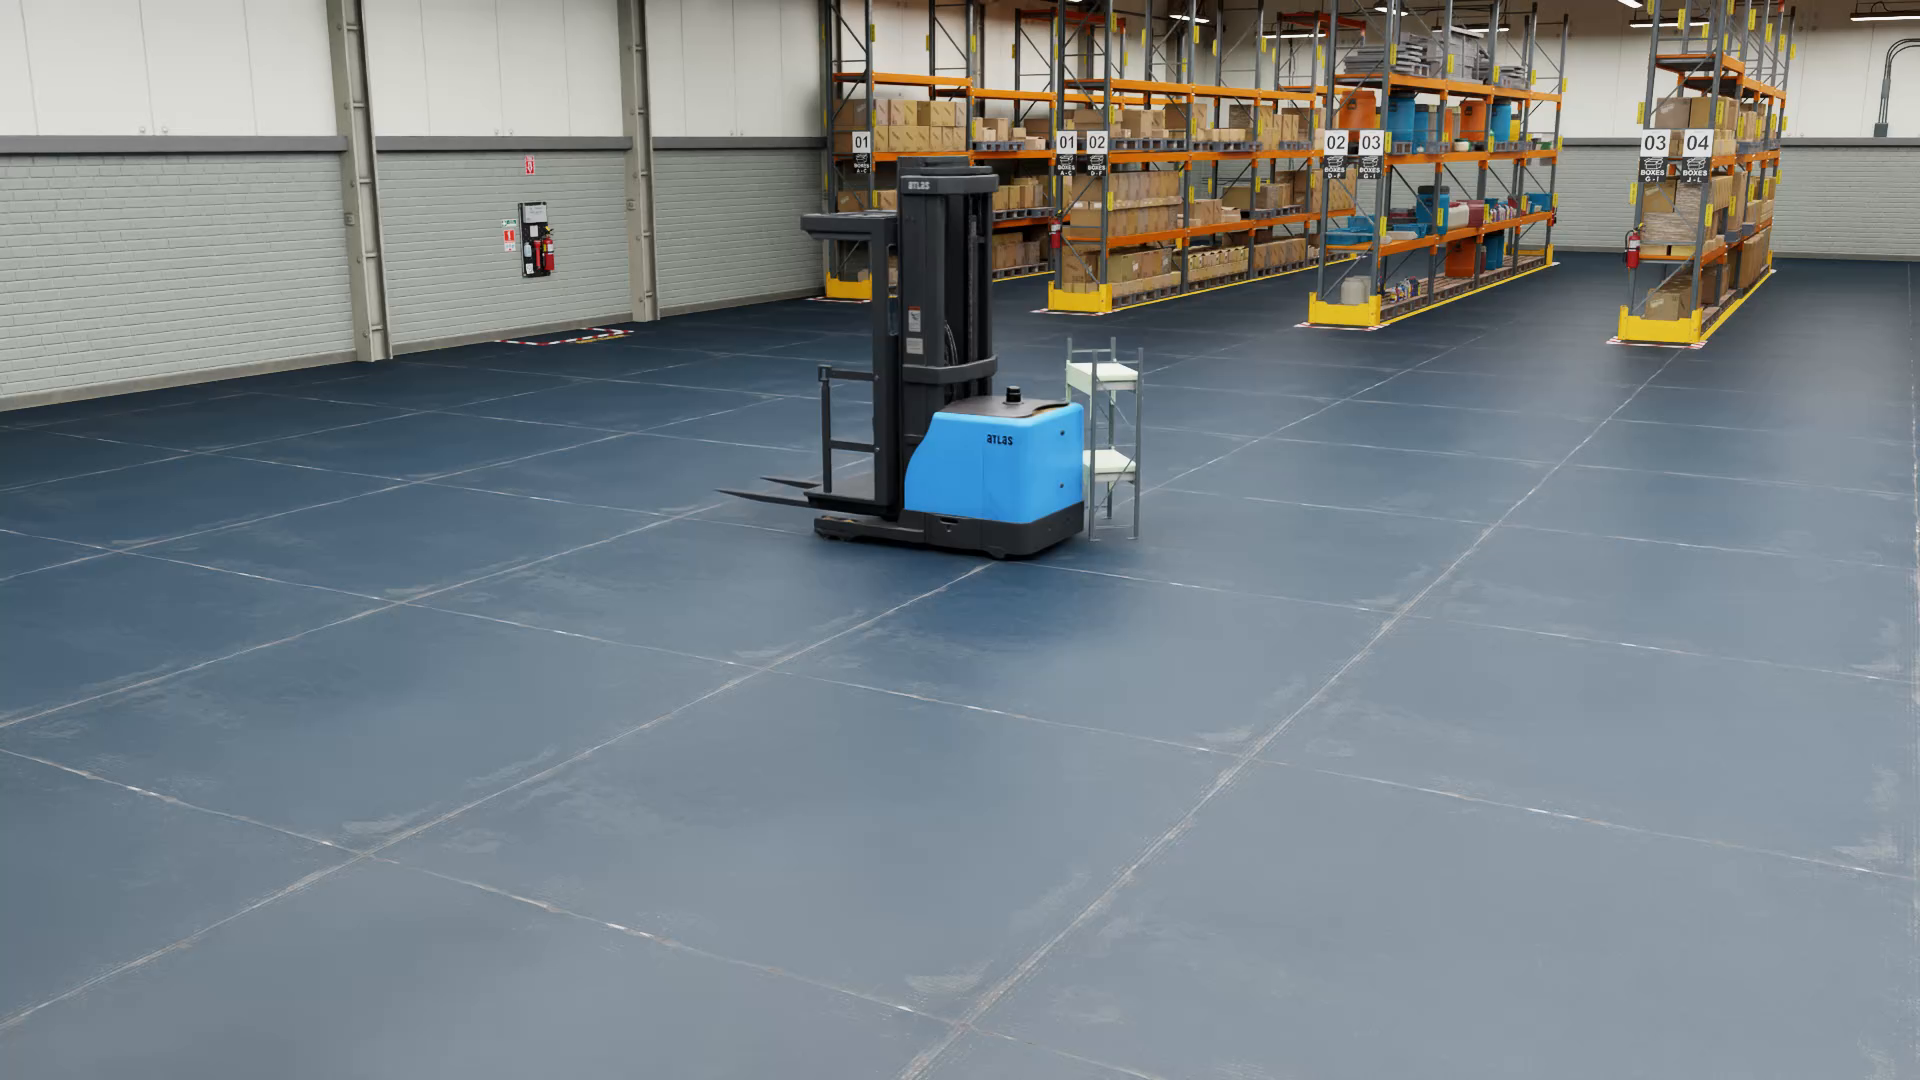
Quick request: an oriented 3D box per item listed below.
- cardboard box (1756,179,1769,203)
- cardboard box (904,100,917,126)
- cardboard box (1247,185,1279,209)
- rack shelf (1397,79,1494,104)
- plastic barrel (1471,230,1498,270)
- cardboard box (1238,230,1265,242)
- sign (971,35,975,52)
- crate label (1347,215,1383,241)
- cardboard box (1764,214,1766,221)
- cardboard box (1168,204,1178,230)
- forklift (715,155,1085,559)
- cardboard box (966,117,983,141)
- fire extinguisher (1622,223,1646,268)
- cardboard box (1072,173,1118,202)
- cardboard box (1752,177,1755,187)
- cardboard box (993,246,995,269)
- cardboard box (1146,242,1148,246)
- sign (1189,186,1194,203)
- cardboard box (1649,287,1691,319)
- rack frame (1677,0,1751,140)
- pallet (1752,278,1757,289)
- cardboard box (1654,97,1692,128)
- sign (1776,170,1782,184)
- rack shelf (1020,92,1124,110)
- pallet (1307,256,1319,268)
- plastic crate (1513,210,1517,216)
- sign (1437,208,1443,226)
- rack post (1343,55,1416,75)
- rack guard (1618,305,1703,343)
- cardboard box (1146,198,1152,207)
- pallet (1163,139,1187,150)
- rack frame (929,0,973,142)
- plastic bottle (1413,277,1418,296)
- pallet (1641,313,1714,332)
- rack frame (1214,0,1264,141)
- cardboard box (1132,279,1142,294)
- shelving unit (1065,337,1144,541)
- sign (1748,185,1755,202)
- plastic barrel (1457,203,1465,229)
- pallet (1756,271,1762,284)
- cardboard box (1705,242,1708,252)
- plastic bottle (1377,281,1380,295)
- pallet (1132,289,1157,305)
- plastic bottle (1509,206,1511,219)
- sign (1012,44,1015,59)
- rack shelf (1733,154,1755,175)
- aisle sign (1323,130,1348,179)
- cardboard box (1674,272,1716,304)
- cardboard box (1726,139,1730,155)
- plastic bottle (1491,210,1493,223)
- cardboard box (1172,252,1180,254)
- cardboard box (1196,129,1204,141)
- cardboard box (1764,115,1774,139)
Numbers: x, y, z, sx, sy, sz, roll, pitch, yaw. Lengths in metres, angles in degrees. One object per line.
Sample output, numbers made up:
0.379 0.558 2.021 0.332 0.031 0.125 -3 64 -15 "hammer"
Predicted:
17.384 -7.637 36.395 0.500 0.500 0.500 7 15 28 "cardboard box"
-1.202 -8.510 33.144 0.500 0.500 0.500 8 16 30 "cardboard box"
6.895 -7.894 38.268 0.700 0.500 0.500 11 17 38 "cardboard box"
9.447 -8.733 32.447 1.077 0.370 4.000 7 15 28 "rack shelf"
11.728 -6.521 37.264 0.600 0.901 0.708 7 15 28 "plastic barrel"
6.841 -7.137 39.034 0.500 0.250 0.500 7 15 27 "cardboard box"
0.274 -10.417 34.880 0.100 0.325 0.005 7 15 28 "sign"
7.200 -5.555 29.602 0.502 0.435 0.616 7 15 28 "crate label"
17.621 -7.146 36.812 0.380 0.149 0.250 7 15 27 "cardboard box"
3.937 -6.470 33.255 0.700 0.500 0.500 7 15 27 "cardboard box"
-0.560 -1.517 13.072 3.031 2.935 1.130 8 16 29 "forklift"
0.142 -8.887 35.988 0.500 0.500 0.500 10 17 36 "cardboard box"
10.424 -4.560 25.713 0.296 0.674 0.183 7 15 28 "fire extinguisher"
2.475 -6.476 30.516 0.700 0.500 0.500 7 15 28 "cardboard box"
16.040 -7.296 34.542 0.797 0.503 0.637 8 15 29 "cardboard box"
0.355 -6.336 37.311 0.700 0.500 0.500 7 15 27 "cardboard box"
4.622 -8.053 44.474 0.700 0.500 0.500 8 16 29 "cardboard box"
4.633 -6.909 33.277 0.100 0.325 0.005 7 15 28 "sign"
11.458 -3.811 26.877 0.500 0.500 0.500 13 19 43 "cardboard box"
12.816 -8.306 28.286 1.000 3.000 0.127 7 15 28 "rack frame"
16.377 -5.508 35.432 1.003 0.211 1.213 7 15 28 "pallet"
11.410 -6.810 26.566 0.500 0.500 0.500 7 15 28 "cardboard box"
19.086 -8.465 38.771 0.100 0.325 0.005 7 15 28 "sign"
2.708 -10.676 40.506 1.077 0.370 4.000 7 15 28 "rack shelf"
8.346 -6.939 41.366 1.003 0.211 1.213 7 15 28 "pallet"
12.698 -7.572 38.477 0.396 0.136 0.243 7 15 28 "plastic crate"
8.957 -6.021 31.016 0.100 0.325 0.005 7 15 28 "sign"
7.024 -7.944 27.851 0.937 0.300 0.954 9 16 34 "rack post"
10.919 -3.369 25.942 1.175 0.500 0.348 7 15 28 "rack guard"
3.461 -6.481 31.920 0.380 0.149 0.250 8 16 30 "cardboard box"
3.756 -7.750 32.568 1.003 0.211 1.213 7 15 28 "pallet"
-0.192 -9.990 35.269 1.000 3.000 0.127 7 15 28 "rack frame"
8.421 -4.712 30.892 0.144 0.351 0.185 7 15 27 "plastic bottle"
11.934 -3.641 27.685 1.003 0.211 1.213 7 15 28 "pallet"
6.080 -10.250 36.348 1.000 3.000 0.127 7 15 28 "rack frame"
3.147 -4.850 31.721 0.500 0.250 0.500 7 15 28 "cardboard box"
1.131 -0.814 13.208 0.431 1.500 0.755 -3 14 -11 "shelving unit"
15.229 -6.675 32.019 0.100 0.325 0.005 7 15 28 "sign"
9.900 -6.504 33.373 0.421 0.512 0.421 0 14 0 "plastic barrel"
17.120 -5.822 36.734 1.003 0.211 1.213 7 15 28 "pallet"
11.730 -4.681 26.586 0.380 0.149 0.250 7 15 28 "cardboard box"
7.763 -4.676 30.913 0.097 0.271 0.097 0 14 0 "plastic bottle"
3.136 -4.747 32.275 1.003 0.211 1.213 7 15 28 "pallet"
12.368 -7.365 37.433 0.061 0.283 0.133 7 15 28 "plastic bottle"
1.254 -11.403 38.803 0.100 0.325 0.005 7 15 28 "sign"
13.783 -6.908 30.424 1.077 0.370 4.000 7 15 28 "rack shelf"
6.252 -6.413 27.686 0.394 0.787 0.004 7 15 28 "aisle sign"
13.132 -4.512 29.743 0.700 0.500 0.500 6 15 24 "cardboard box"
12.321 -6.441 27.268 0.500 0.250 0.500 7 15 28 "cardboard box"
11.433 -6.971 35.824 0.097 0.271 0.097 0 14 0 "plastic bottle"
4.337 -5.876 34.780 0.500 0.311 0.500 8 16 30 "cardboard box"
4.715 -8.340 34.253 0.500 0.250 0.500 6 15 23 "cardboard box"
17.650 -9.159 36.901 0.700 0.500 0.500 8 16 30 "cardboard box"
